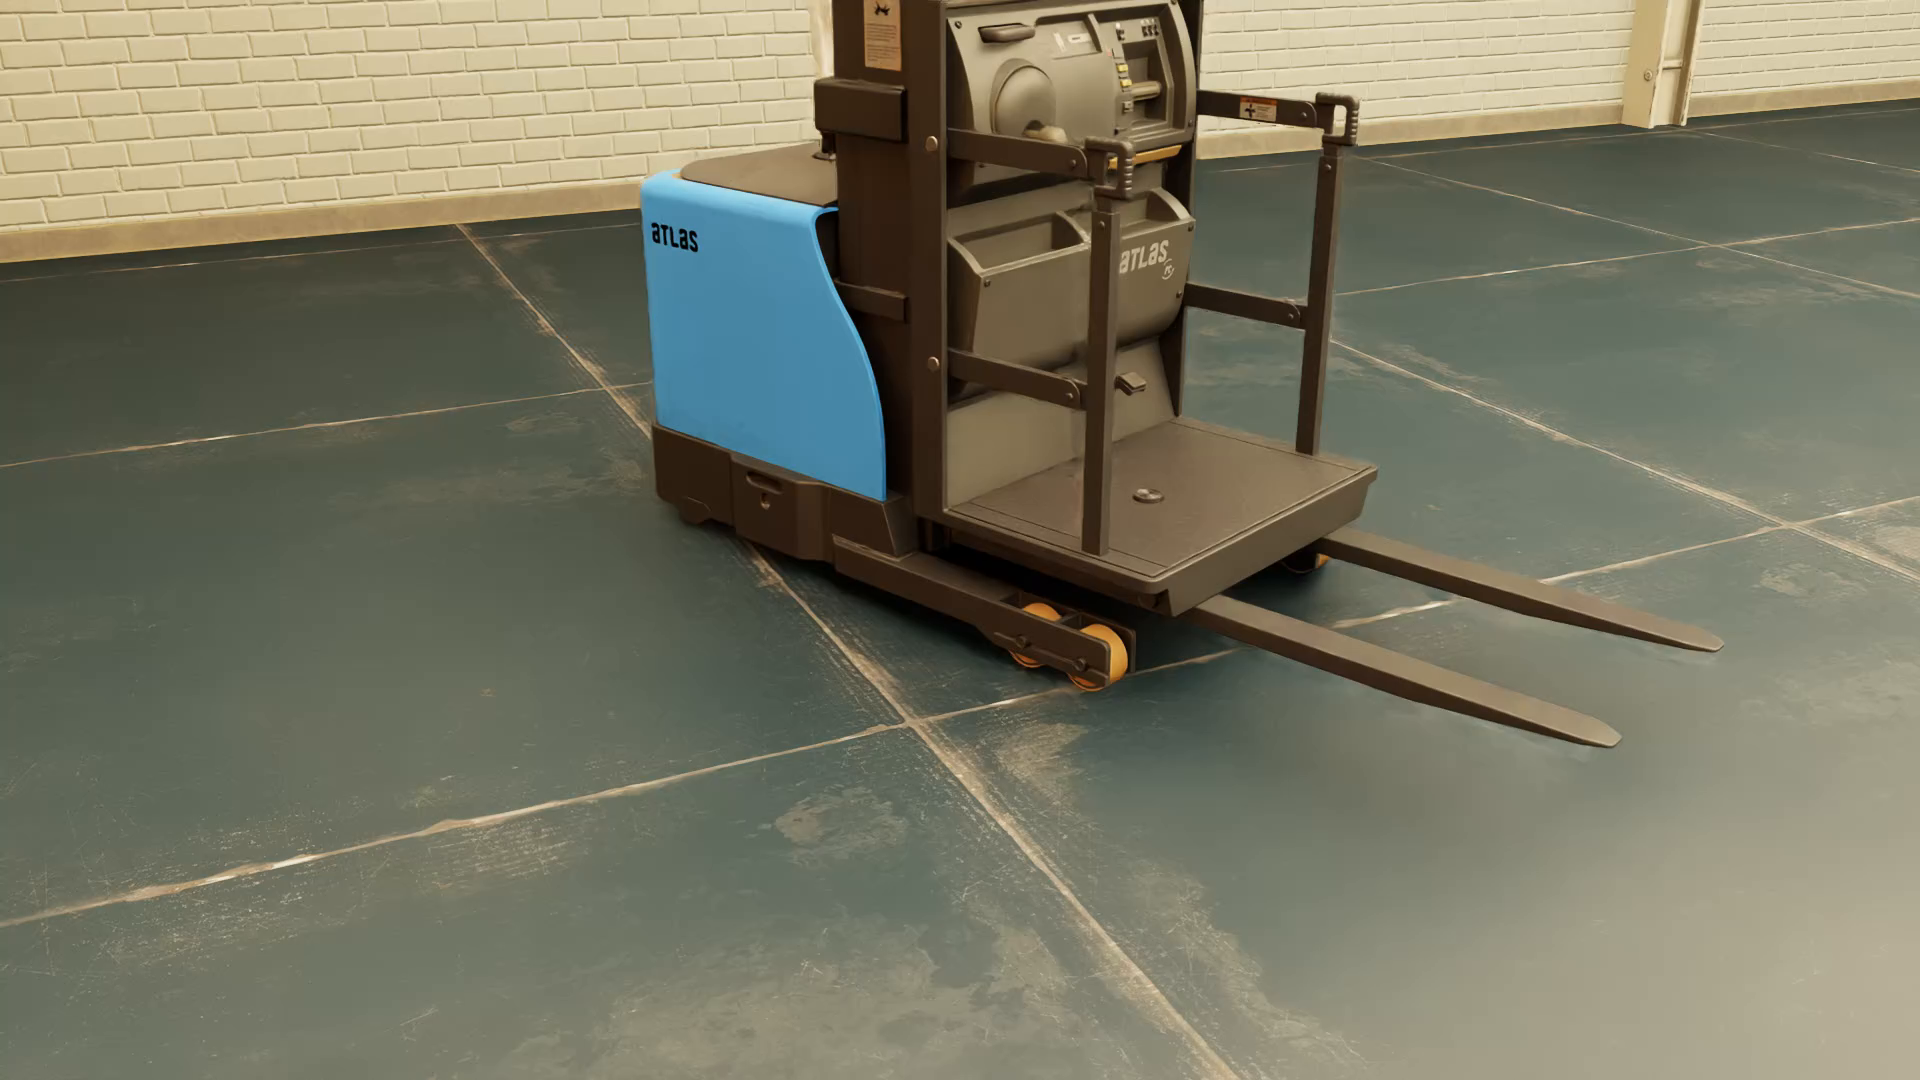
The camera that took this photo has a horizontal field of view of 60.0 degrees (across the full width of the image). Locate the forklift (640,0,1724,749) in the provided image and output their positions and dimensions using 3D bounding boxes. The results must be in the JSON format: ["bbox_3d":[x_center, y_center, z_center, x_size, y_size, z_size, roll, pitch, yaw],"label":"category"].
[{"bbox_3d":[0.466,-1.199,4.172,3.031,2.935,1.130,19,29,38],"label":"forklift"}]

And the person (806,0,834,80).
[{"bbox_3d":[-0.403,-2.057,7.739,0.578,1.767,0.671,-7,24,-17],"label":"person"}]
